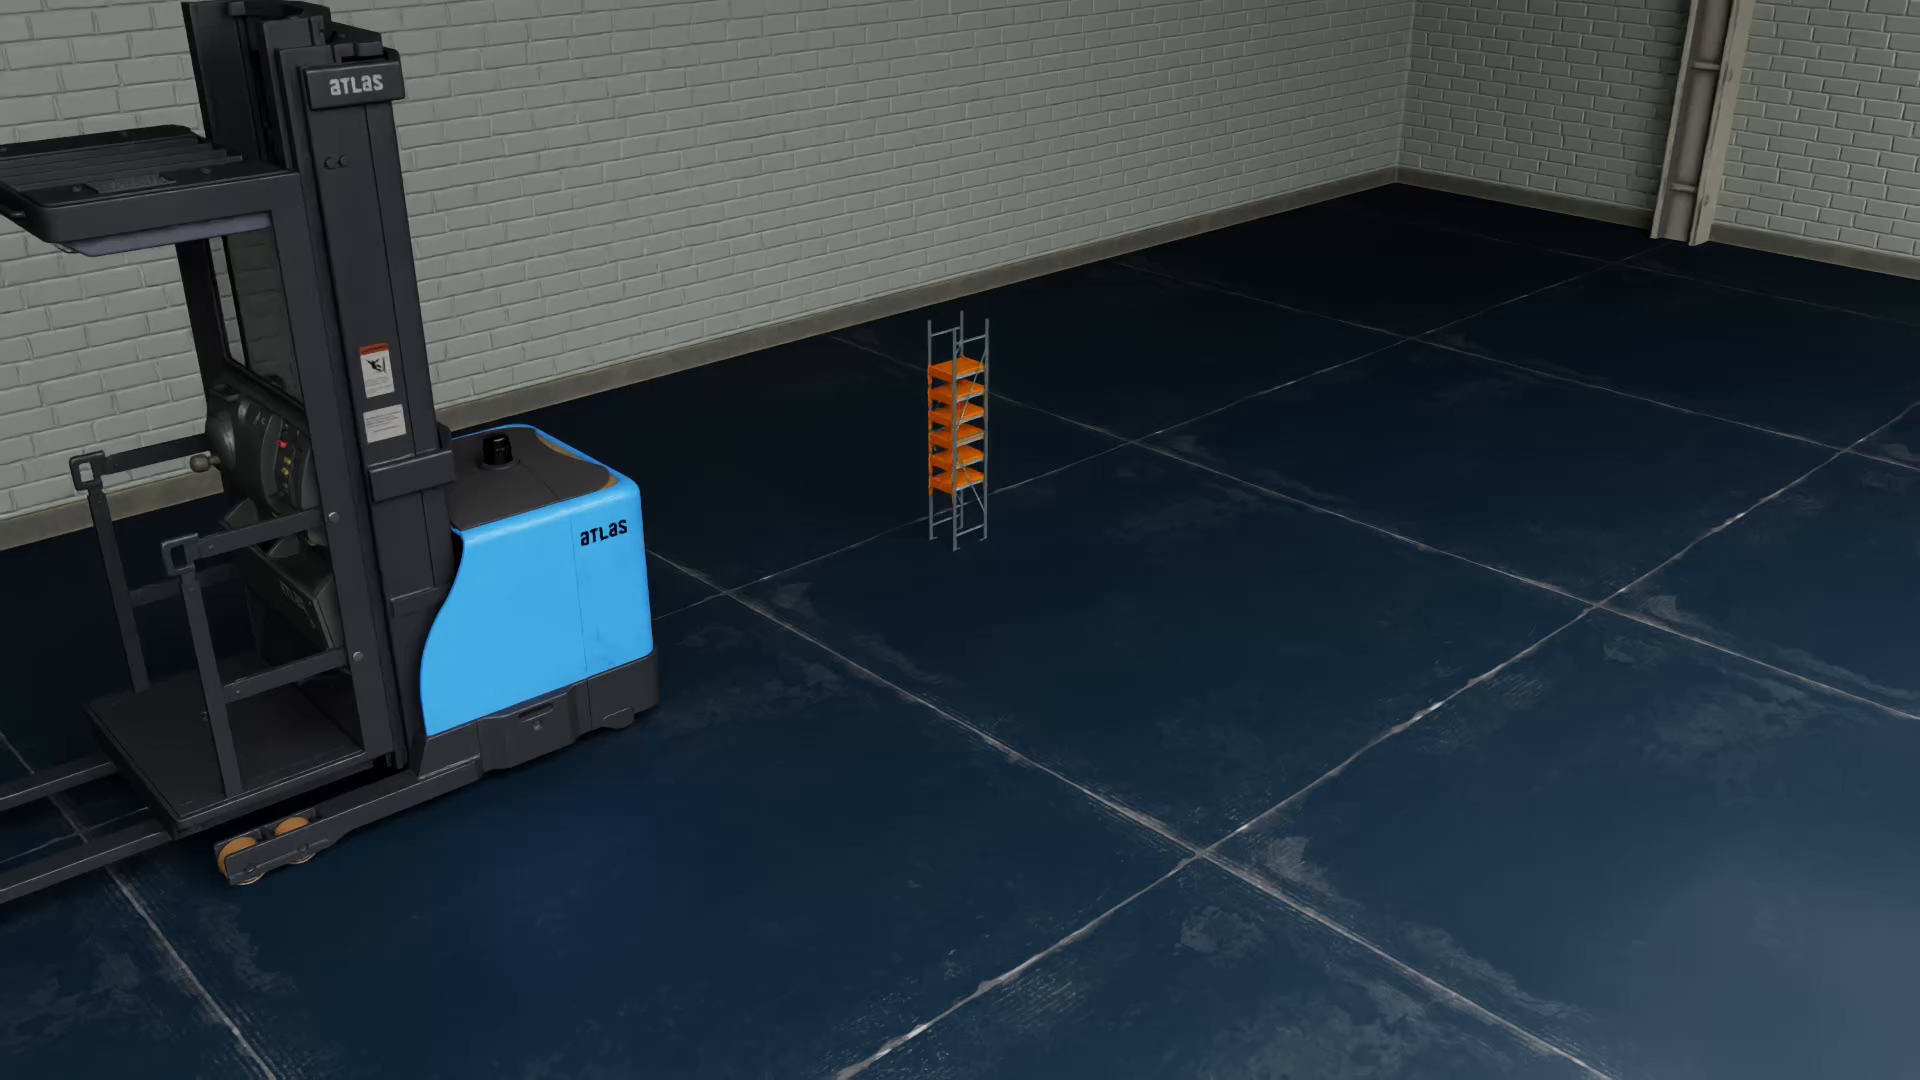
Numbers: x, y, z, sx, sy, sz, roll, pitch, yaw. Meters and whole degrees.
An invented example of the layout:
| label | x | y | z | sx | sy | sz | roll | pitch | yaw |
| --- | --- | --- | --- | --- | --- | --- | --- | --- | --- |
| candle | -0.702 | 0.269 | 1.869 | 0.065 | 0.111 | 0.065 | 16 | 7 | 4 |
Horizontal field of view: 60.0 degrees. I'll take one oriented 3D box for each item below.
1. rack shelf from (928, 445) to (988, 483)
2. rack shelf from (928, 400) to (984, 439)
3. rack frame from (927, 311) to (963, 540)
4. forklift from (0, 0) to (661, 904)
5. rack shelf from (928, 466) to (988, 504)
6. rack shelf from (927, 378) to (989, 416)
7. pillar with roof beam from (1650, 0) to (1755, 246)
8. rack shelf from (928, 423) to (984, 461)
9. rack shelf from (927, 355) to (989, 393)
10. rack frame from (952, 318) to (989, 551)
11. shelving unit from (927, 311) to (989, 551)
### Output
| label | x | y | z | sx | sy | sz | roll | pitch | yaw |
| --- | --- | --- | --- | --- | --- | --- | --- | --- | --- |
| rack shelf | -0.010 | -0.401 | 8.579 | 0.258 | 0.103 | 0.180 | -21 | 32 | -38 |
| rack shelf | -0.010 | -0.619 | 8.479 | 0.258 | 0.103 | 0.180 | -21 | 32 | -38 |
| rack frame | -0.072 | -0.578 | 8.571 | 0.240 | 1.200 | 0.006 | -21 | 32 | -38 |
| forklift | -2.712 | -0.332 | 5.946 | 3.031 | 2.935 | 1.130 | -20 | 31 | -37 |
| rack shelf | -0.010 | -0.291 | 8.629 | 0.258 | 0.103 | 0.180 | -21 | 32 | -38 |
| rack shelf | -0.010 | -0.728 | 8.429 | 0.258 | 0.103 | 0.180 | -21 | 32 | -38 |
| pillar with roof beam | 3.137 | -5.501 | 9.967 | 9.100 | 9.000 | 0.400 | -21 | 32 | -38 |
| rack shelf | -0.010 | -0.510 | 8.529 | 0.258 | 0.103 | 0.180 | -21 | 32 | -38 |
| rack shelf | -0.010 | -0.837 | 8.380 | 0.258 | 0.103 | 0.180 | -21 | 32 | -38 |
| rack frame | 0.053 | -0.523 | 8.450 | 0.240 | 1.200 | 0.006 | -21 | 32 | -38 |
| shelving unit | -0.010 | -0.550 | 8.511 | 0.258 | 1.200 | 0.189 | -21 | 32 | -38 |
